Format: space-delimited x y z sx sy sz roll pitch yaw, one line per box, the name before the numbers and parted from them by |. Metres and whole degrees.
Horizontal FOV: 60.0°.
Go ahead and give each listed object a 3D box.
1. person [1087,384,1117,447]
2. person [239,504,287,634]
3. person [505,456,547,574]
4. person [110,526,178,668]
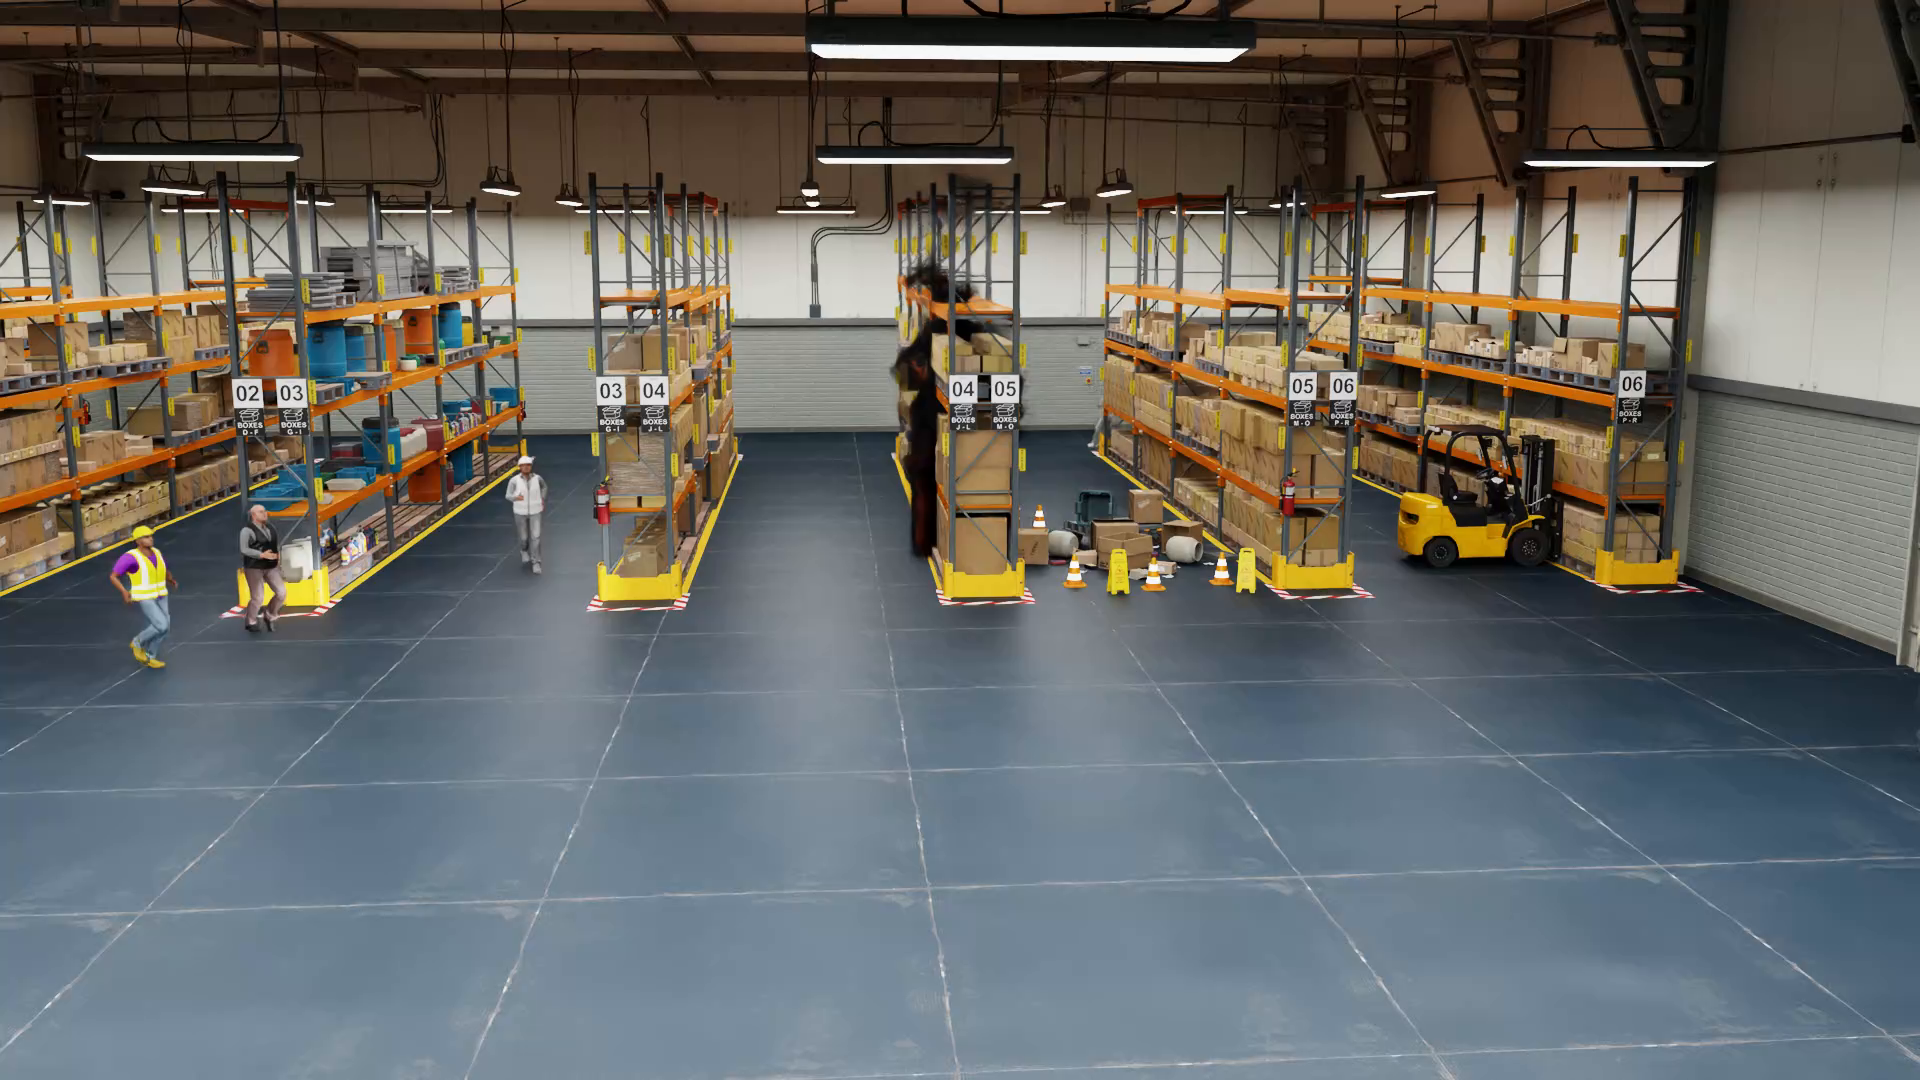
person | 3.683 -3.104 41.589 0.977 1.606 0.649 0 10 2
person | -9.034 0.400 21.627 0.700 1.743 0.685 6 11 29
person | -6.714 -0.421 25.846 0.657 1.776 0.950 -3 11 -19
person | -9.645 0.686 19.859 0.574 1.720 0.707 3 11 19
